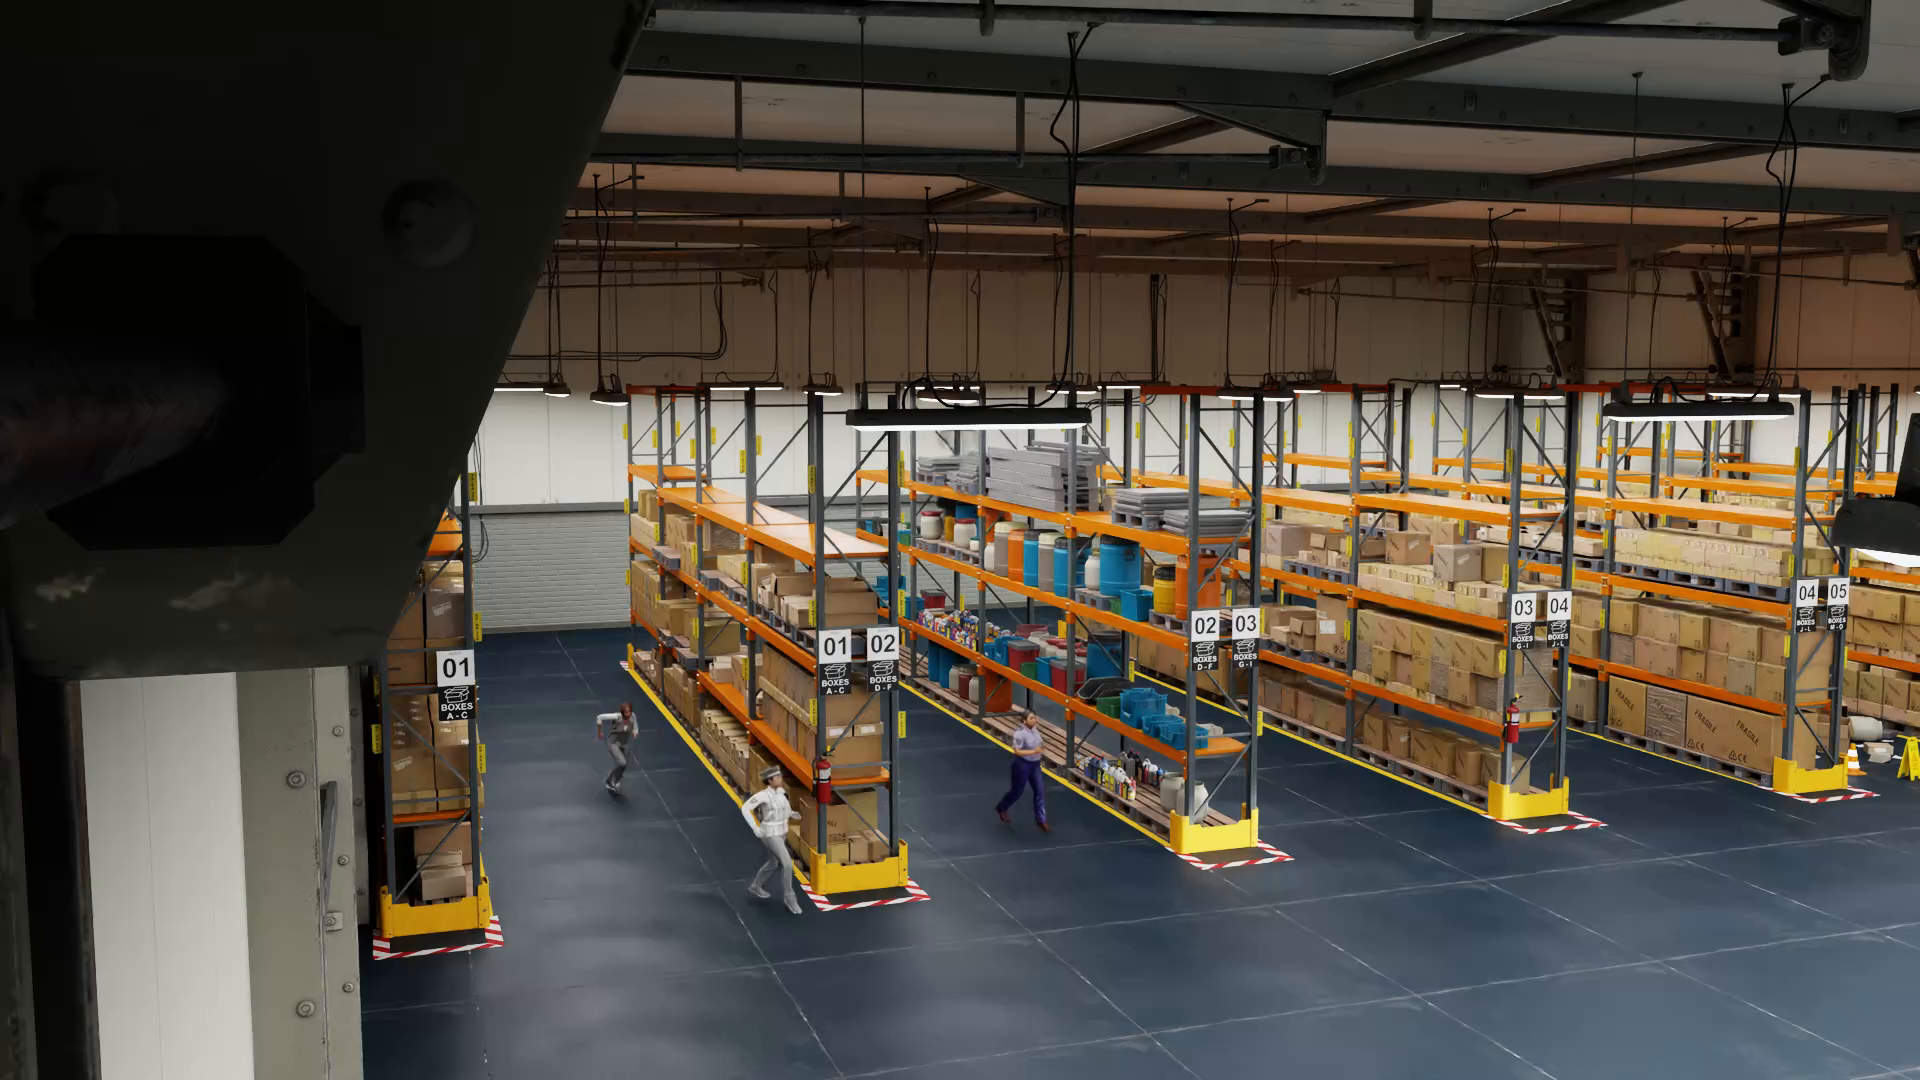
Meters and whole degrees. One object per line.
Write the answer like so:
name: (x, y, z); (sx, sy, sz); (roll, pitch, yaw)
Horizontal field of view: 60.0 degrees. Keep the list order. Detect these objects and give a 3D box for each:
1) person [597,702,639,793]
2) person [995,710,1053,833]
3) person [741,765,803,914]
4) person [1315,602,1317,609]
person: (-5.064, 3.069, 24.582); (0.568, 1.434, 0.867); (-4, 7, -36)
person: (0.906, 3.144, 22.808); (0.893, 1.639, 0.598); (6, 8, 44)
person: (-2.175, 3.494, 19.518); (0.800, 1.729, 0.618); (3, 7, 25)
person: (8.922, 1.287, 40.565); (0.714, 1.720, 0.593); (-5, 7, -38)
